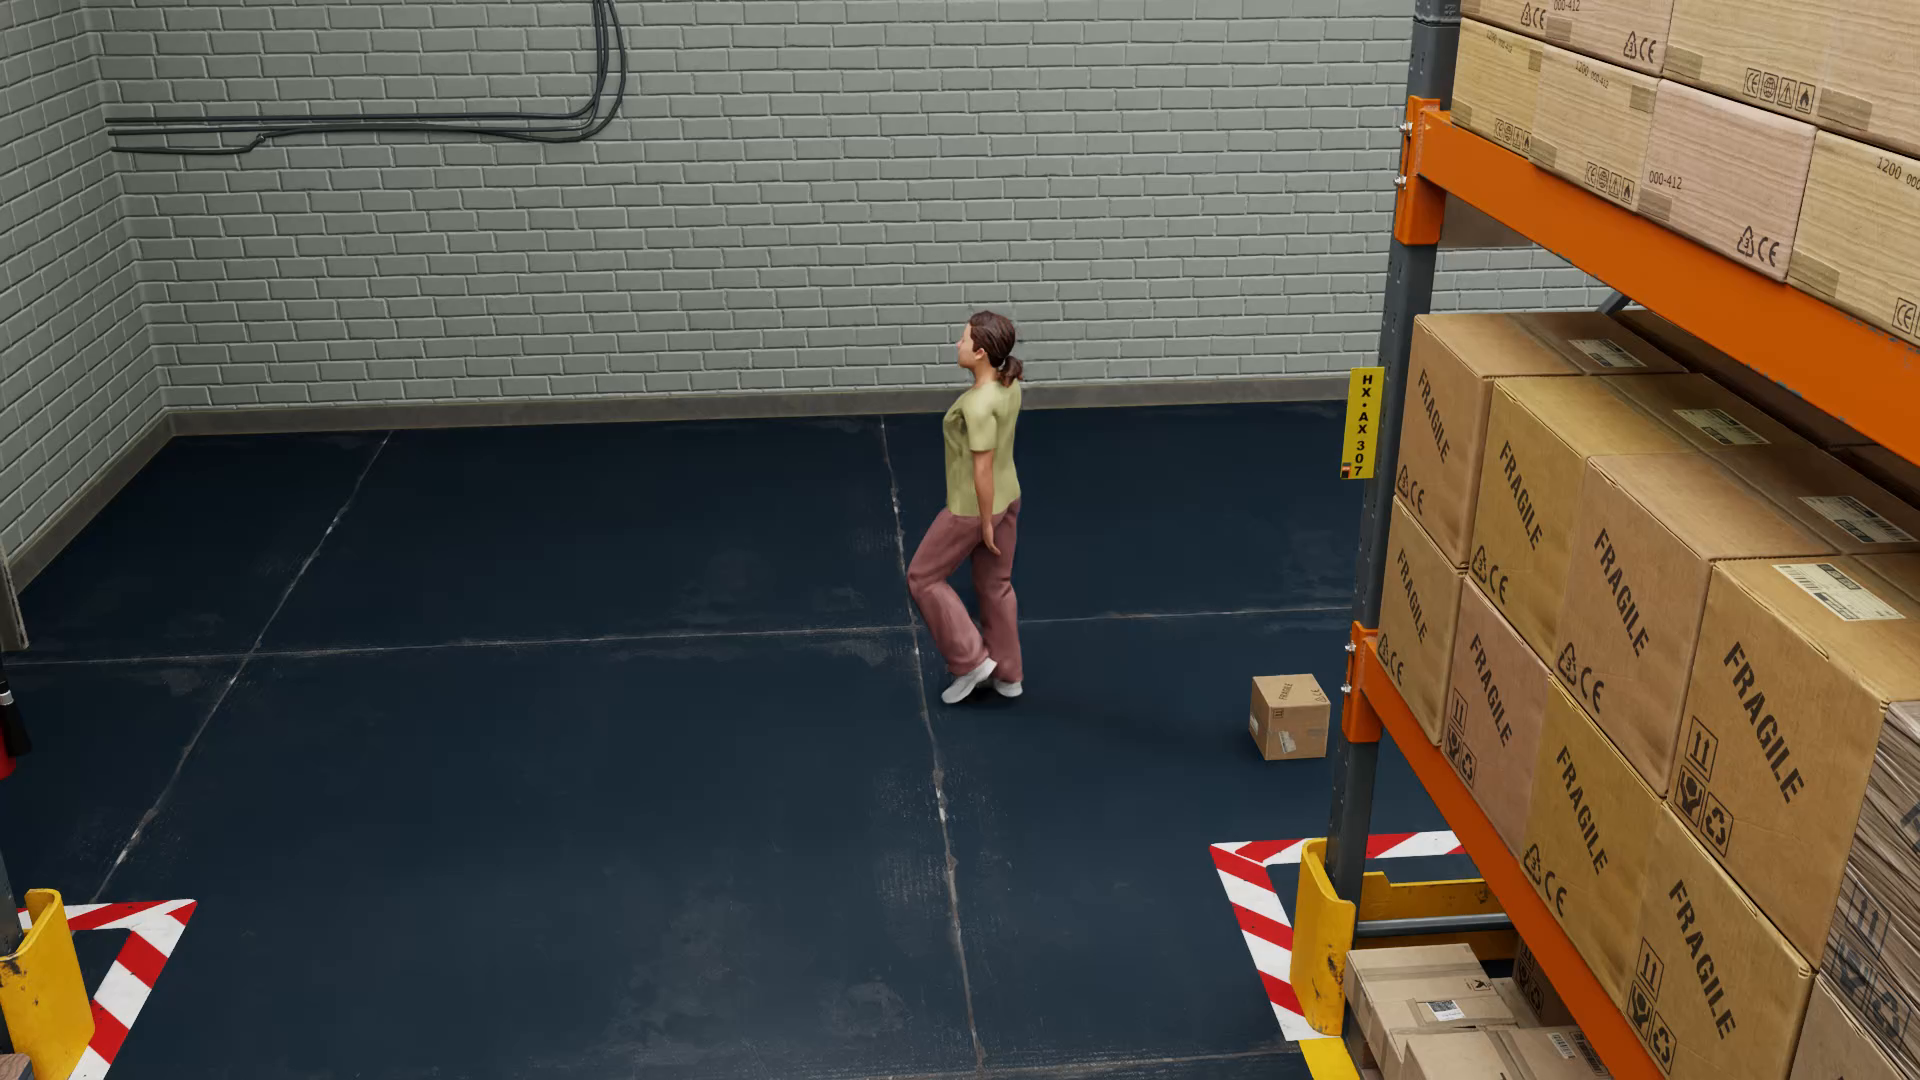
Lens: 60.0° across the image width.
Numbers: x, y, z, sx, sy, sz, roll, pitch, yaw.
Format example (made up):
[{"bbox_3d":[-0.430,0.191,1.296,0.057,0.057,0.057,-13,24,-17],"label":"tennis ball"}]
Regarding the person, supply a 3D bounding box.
[{"bbox_3d":[0.062,-0.119,6.857,0.469,1.692,0.442,11,26,24],"label":"person"}]
